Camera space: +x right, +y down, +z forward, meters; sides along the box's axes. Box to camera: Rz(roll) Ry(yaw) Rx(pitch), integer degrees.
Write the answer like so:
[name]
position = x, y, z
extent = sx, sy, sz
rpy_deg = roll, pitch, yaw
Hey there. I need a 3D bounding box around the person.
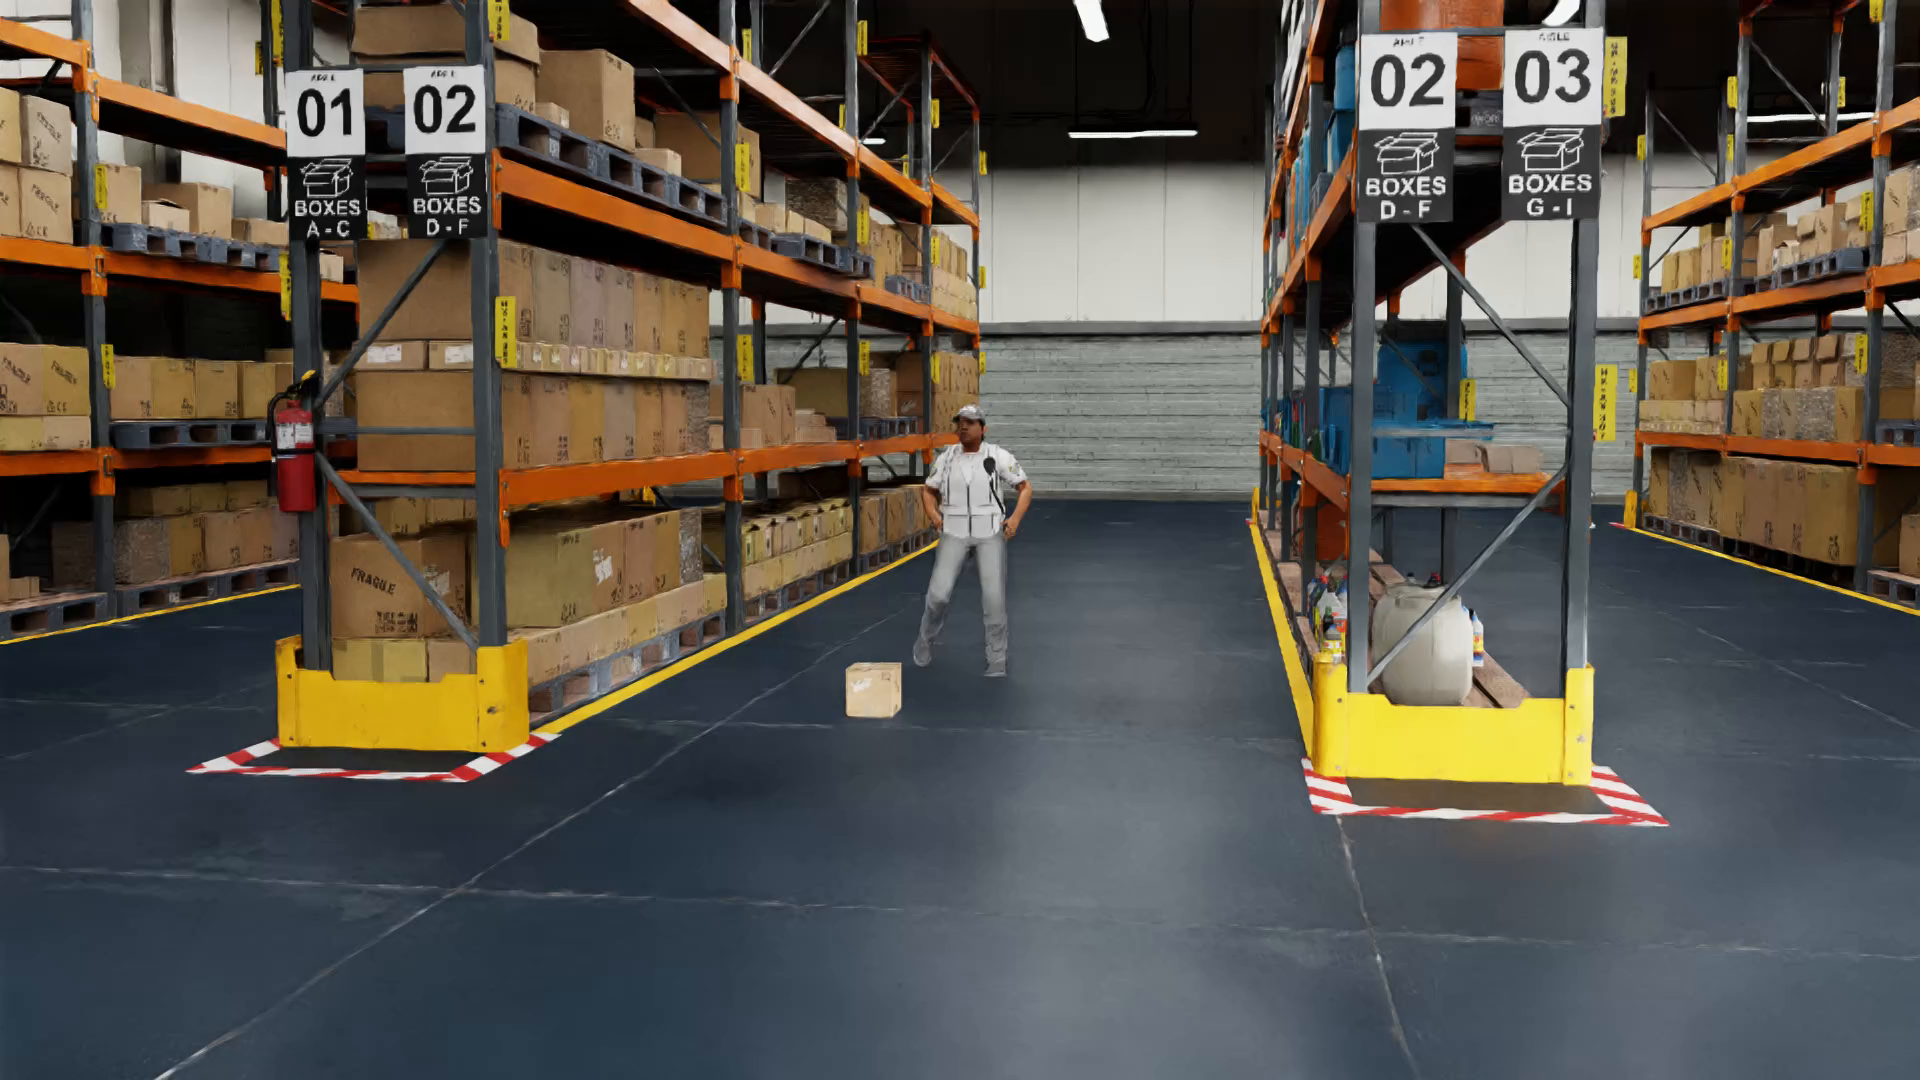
[person]
position = 0.065, 0.000, 10.119
extent = 0.741, 1.640, 0.476
rpy_deg = 0, 5, 6
